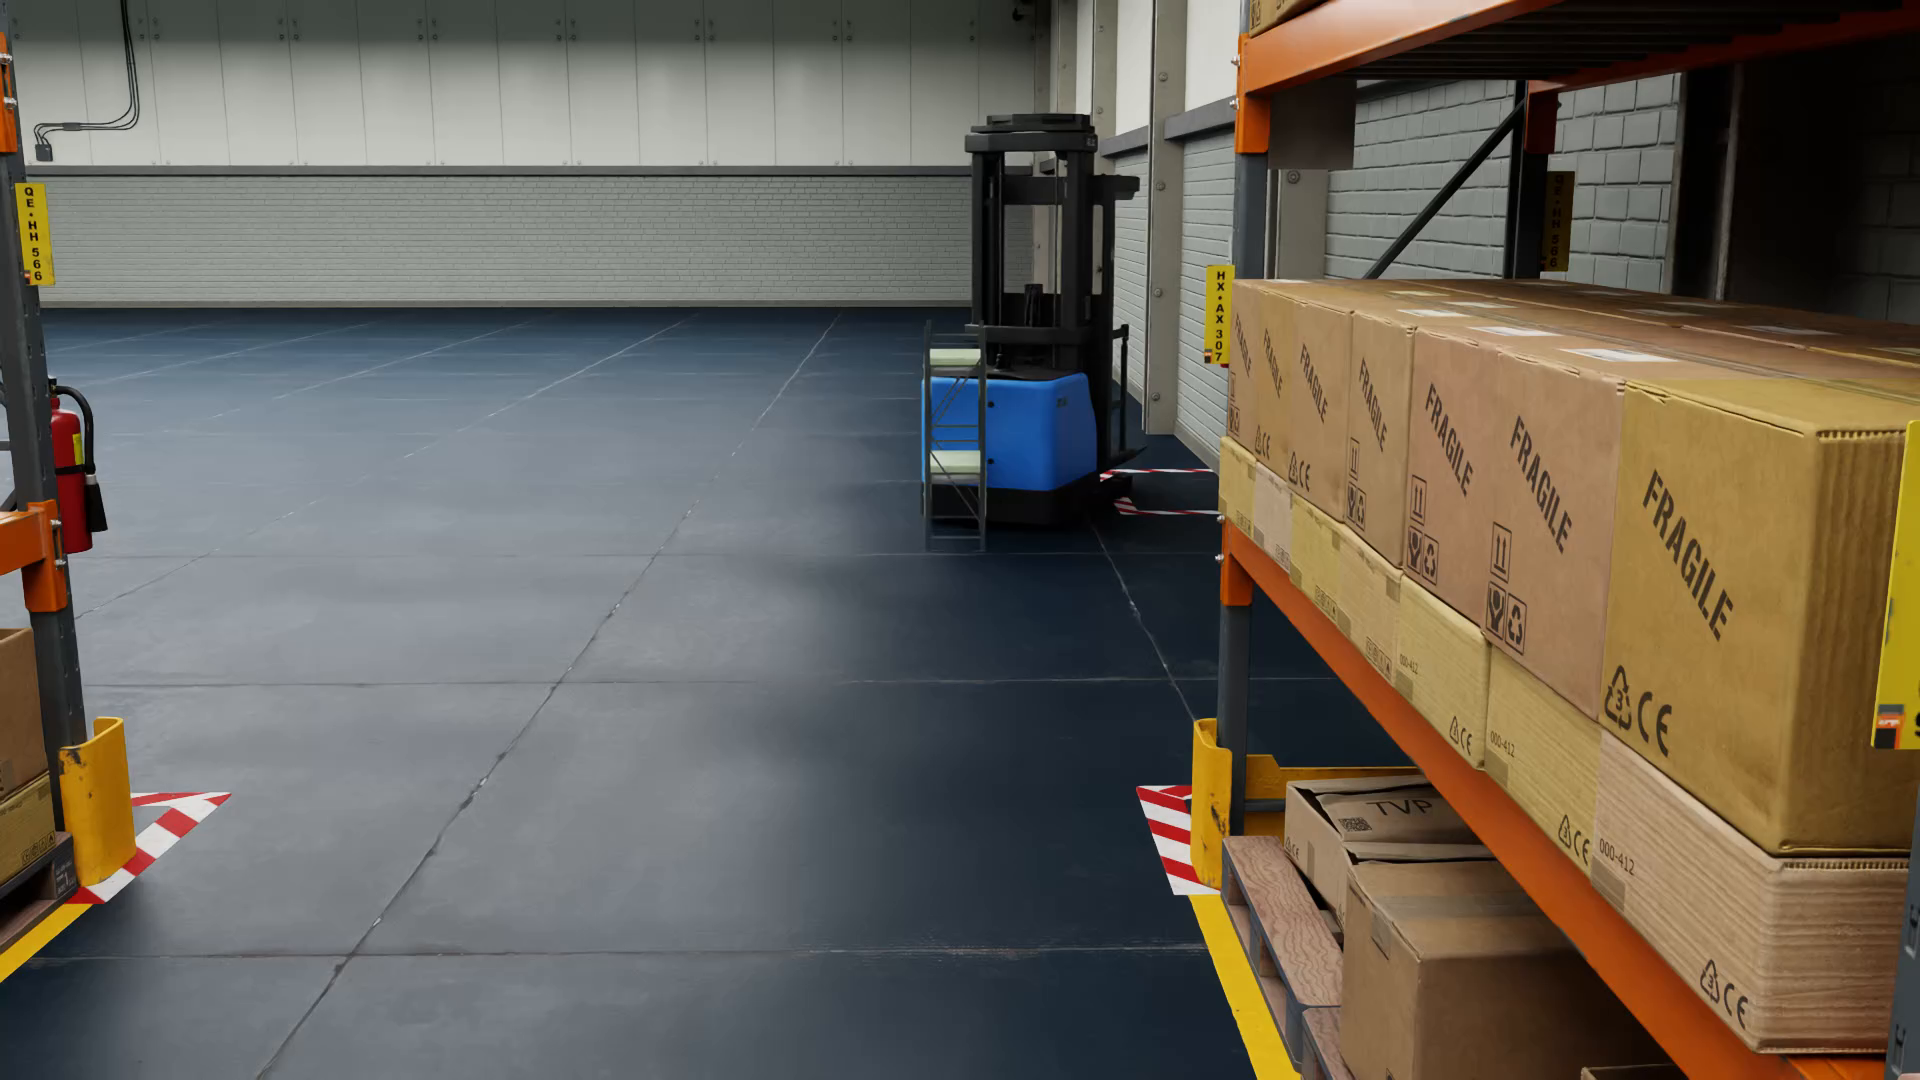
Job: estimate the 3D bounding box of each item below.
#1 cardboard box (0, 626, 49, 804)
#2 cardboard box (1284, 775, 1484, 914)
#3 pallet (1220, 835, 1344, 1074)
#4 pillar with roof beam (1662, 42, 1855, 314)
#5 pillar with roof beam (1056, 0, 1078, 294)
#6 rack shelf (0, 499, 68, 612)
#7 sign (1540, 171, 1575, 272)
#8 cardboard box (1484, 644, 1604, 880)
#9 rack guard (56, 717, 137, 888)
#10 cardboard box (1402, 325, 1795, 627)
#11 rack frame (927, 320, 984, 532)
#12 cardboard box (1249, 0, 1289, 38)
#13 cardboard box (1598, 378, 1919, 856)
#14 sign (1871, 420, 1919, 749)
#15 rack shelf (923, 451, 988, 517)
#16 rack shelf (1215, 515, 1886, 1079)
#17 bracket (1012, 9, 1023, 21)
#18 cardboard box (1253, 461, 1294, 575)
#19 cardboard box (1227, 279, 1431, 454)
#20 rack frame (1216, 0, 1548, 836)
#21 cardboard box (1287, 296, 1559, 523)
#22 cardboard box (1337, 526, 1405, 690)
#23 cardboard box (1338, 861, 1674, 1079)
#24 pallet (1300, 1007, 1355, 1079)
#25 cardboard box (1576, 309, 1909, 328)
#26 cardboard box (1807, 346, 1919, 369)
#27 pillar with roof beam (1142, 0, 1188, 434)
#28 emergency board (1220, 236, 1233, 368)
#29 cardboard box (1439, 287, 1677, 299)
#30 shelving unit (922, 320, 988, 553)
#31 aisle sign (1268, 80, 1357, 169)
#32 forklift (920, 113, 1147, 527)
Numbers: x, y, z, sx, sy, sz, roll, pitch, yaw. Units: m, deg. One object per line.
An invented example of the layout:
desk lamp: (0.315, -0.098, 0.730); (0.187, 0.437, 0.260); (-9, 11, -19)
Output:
cardboard box: (-3.234, 0.572, 5.168); (0.500, 0.500, 0.500); (0, 11, -1)
cardboard box: (1.334, 0.912, 5.178); (0.500, 0.311, 0.500); (-2, 12, -8)
pallet: (1.393, 1.215, 5.040); (1.003, 0.211, 1.213); (0, 11, -1)
pillar with roof beam: (-2.015, -3.115, 4.282); (9.100, 9.000, 0.400); (0, 11, -1)
pillar with roof beam: (-2.511, -7.886, 27.798); (9.100, 9.000, 0.400); (0, 11, -1)
rack shelf: (-3.502, 0.443, 3.642); (1.077, 0.370, 4.000); (0, 11, -1)
sign: (1.965, -1.049, 5.479); (0.100, 0.325, 0.005); (0, 11, -1)
cardboard box: (1.177, 0.338, 2.674); (0.500, 0.250, 0.500); (0, 11, -1)
rack guard: (-3.544, 0.913, 5.802); (1.175, 0.500, 0.348); (0, 11, -1)
cardboard box: (1.158, -0.129, 3.092); (0.500, 0.500, 0.500); (-1, 11, -3)
rack frame: (-0.033, -0.798, 11.718); (0.400, 1.500, 0.023); (0, 11, 0)
cardboard box: (1.166, -1.790, 4.991); (0.500, 0.500, 0.500); (0, 11, 0)
cardboard box: (1.173, 0.070, 2.110); (0.500, 0.500, 0.500); (0, 11, -1)
sign: (0.950, 0.046, 1.610); (0.100, 0.325, 0.005); (0, 11, -1)
rack shelf: (-0.032, -0.405, 11.424); (0.431, 0.370, 0.720); (0, 11, 0)
rack shelf: (1.451, 0.422, 3.746); (1.077, 0.370, 4.000); (0, 11, -1)
bracket: (1.256, -11.413, 36.128); (0.235, 0.232, 0.430); (0, 11, -1)
cardboard box: (1.127, -0.063, 4.654); (0.500, 0.250, 0.500); (-1, 11, -3)
cardboard box: (1.119, -0.536, 5.098); (0.500, 0.500, 0.500); (0, 11, -1)
rack frame: (1.409, -0.328, 5.634); (1.000, 3.000, 0.127); (0, 11, -1)
cardboard box: (1.123, -0.335, 4.108); (0.500, 0.500, 0.500); (-1, 11, -3)
cardboard box: (1.140, 0.138, 3.659); (0.500, 0.250, 0.500); (0, 11, -1)
cardboard box: (1.311, 1.078, 3.880); (0.700, 0.500, 0.500); (-1, 12, -5)
pallet: (1.415, 1.457, 3.847); (1.003, 0.211, 1.213); (0, 11, -1)
cardboard box: (1.658, -0.237, 3.621); (0.500, 0.500, 0.500); (0, 11, 0)
cardboard box: (1.684, -0.034, 2.625); (0.500, 0.500, 0.500); (0, 11, -1)
pillar with roof beam: (-2.263, -5.501, 16.040); (9.100, 9.000, 0.400); (0, 11, -1)
emergency board: (2.152, -1.877, 13.267); (0.194, 1.169, 0.643); (0, 11, -1)
cardboard box: (1.632, -0.439, 4.621); (0.500, 0.500, 0.500); (0, 11, 0)
shelving unit: (-0.032, -0.725, 11.359); (0.431, 1.500, 0.755); (0, 11, 0)
aisle sign: (1.108, -1.616, 5.440); (0.394, 0.787, 0.004); (0, 11, -1)
forklift: (0.738, -1.784, 12.981); (1.130, 2.935, 3.031); (5, 12, 22)
